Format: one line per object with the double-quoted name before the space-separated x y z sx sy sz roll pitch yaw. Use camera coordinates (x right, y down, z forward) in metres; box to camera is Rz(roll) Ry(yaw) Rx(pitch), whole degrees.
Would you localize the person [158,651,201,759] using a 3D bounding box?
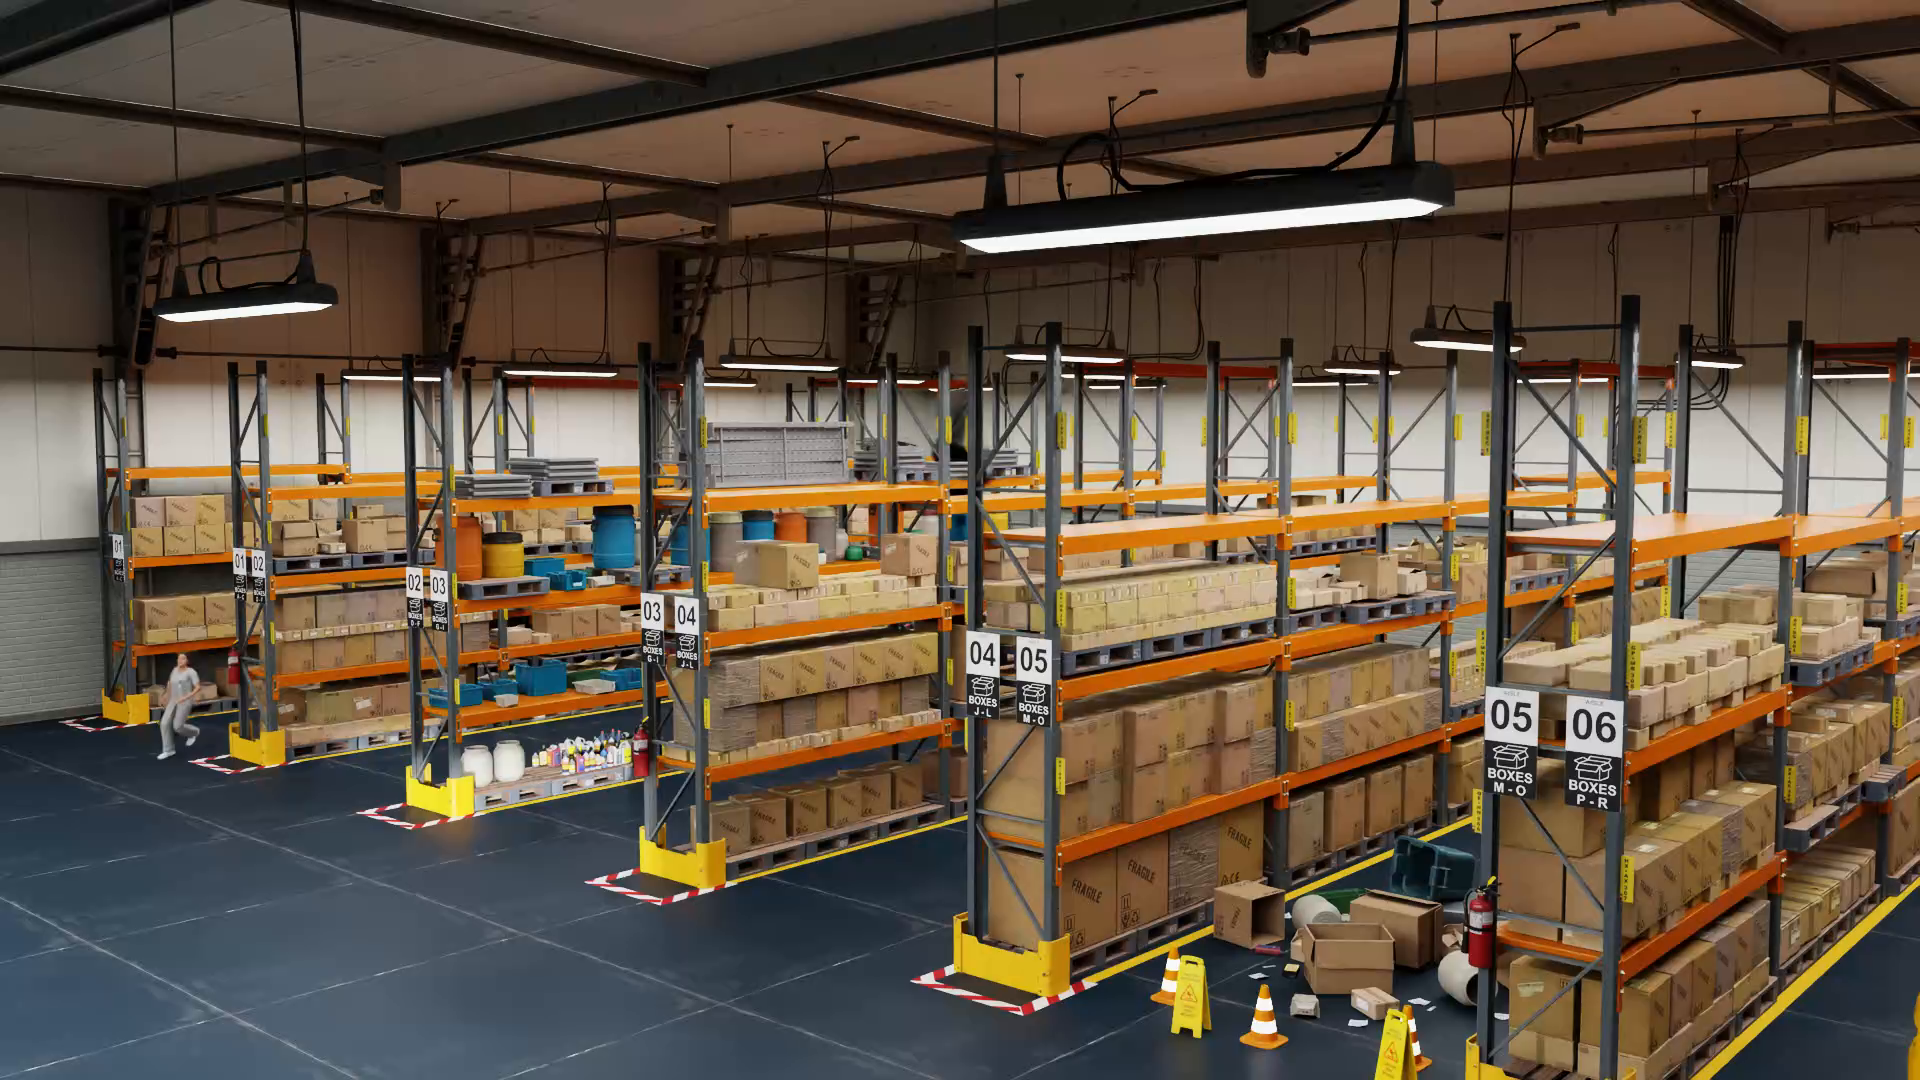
"person" -11.867 2.498 25.437 0.604 1.637 0.730 1 4 15
